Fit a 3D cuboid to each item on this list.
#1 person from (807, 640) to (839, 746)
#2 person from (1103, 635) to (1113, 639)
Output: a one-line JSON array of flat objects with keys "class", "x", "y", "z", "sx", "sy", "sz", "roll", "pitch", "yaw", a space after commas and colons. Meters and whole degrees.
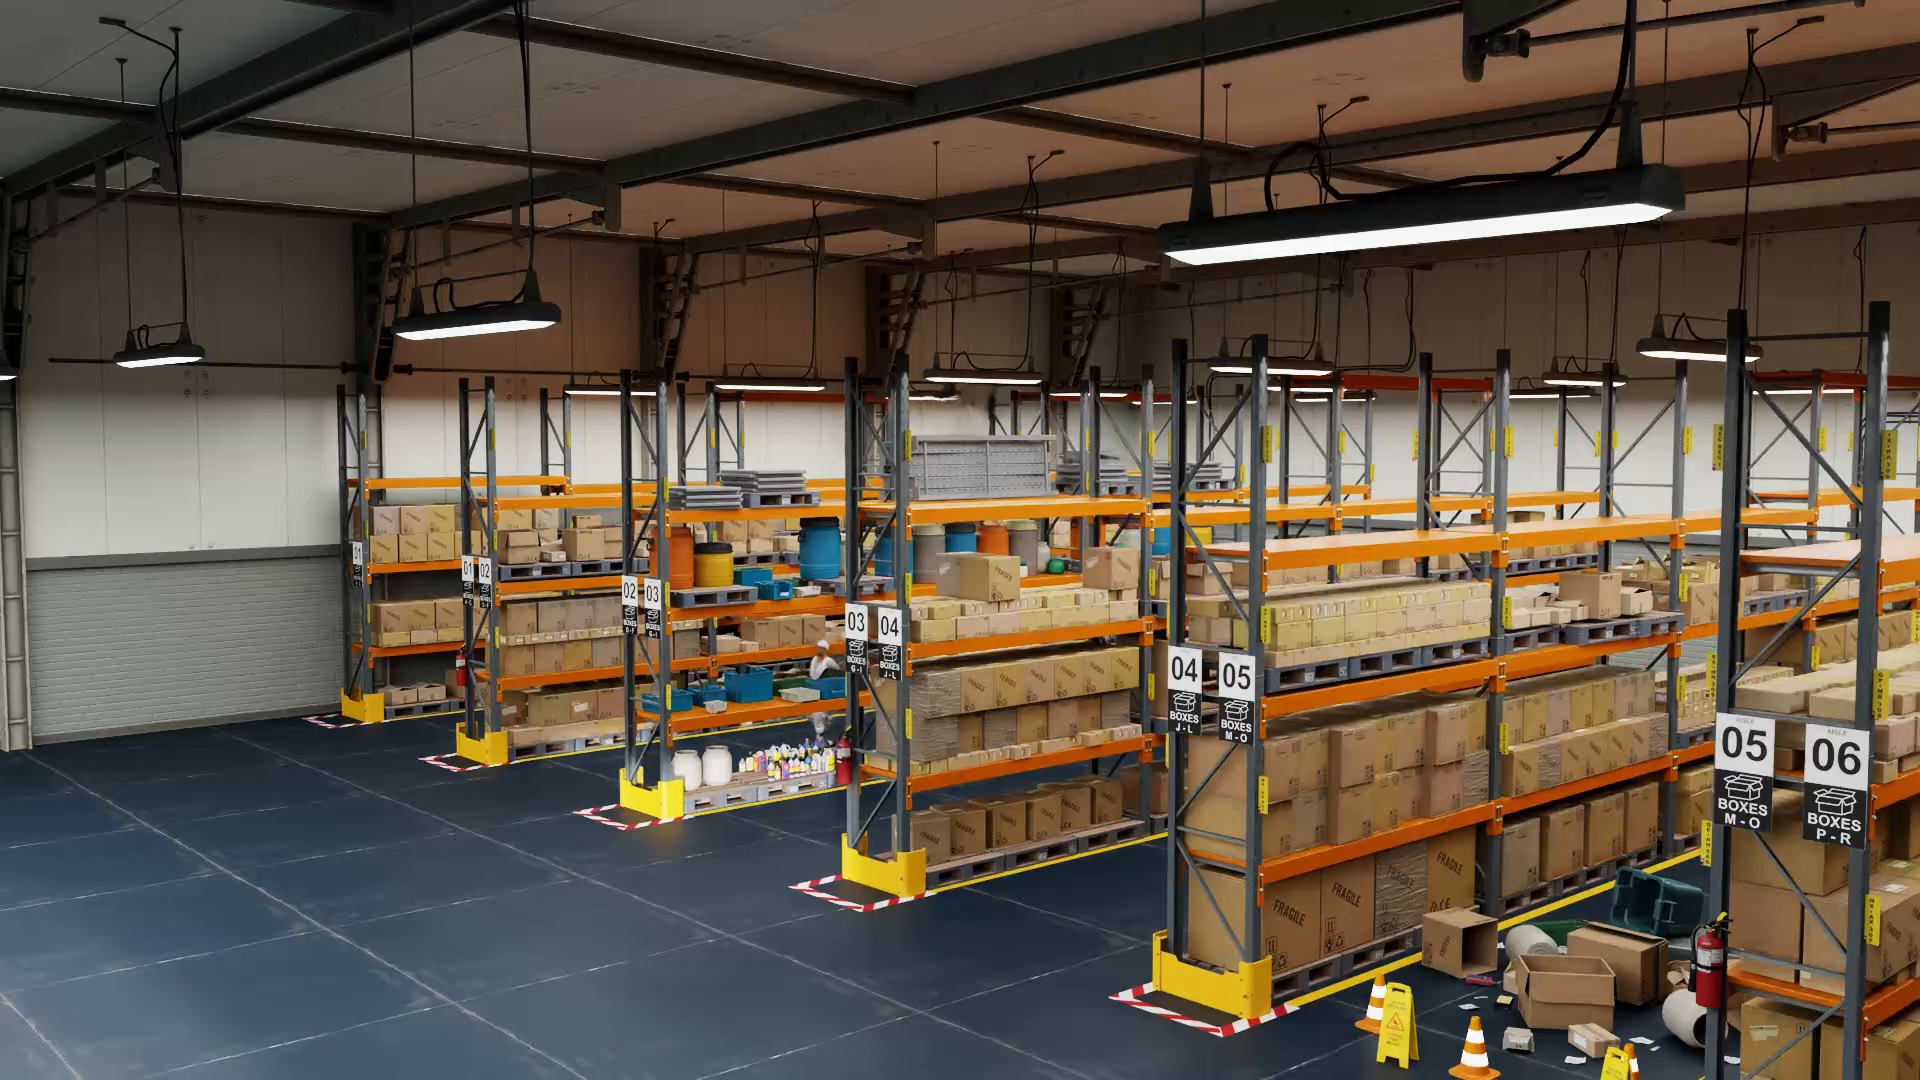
[{"class": "person", "x": -2.228, "y": 2.515, "z": 27.337, "sx": 0.670, "sy": 1.752, "sz": 0.611, "roll": 3, "pitch": 5, "yaw": 41}, {"class": "person", "x": 2.968, "y": 2.167, "z": 32.747, "sx": 0.857, "sy": 1.719, "sz": 0.562, "roll": -4, "pitch": 5, "yaw": -45}]
